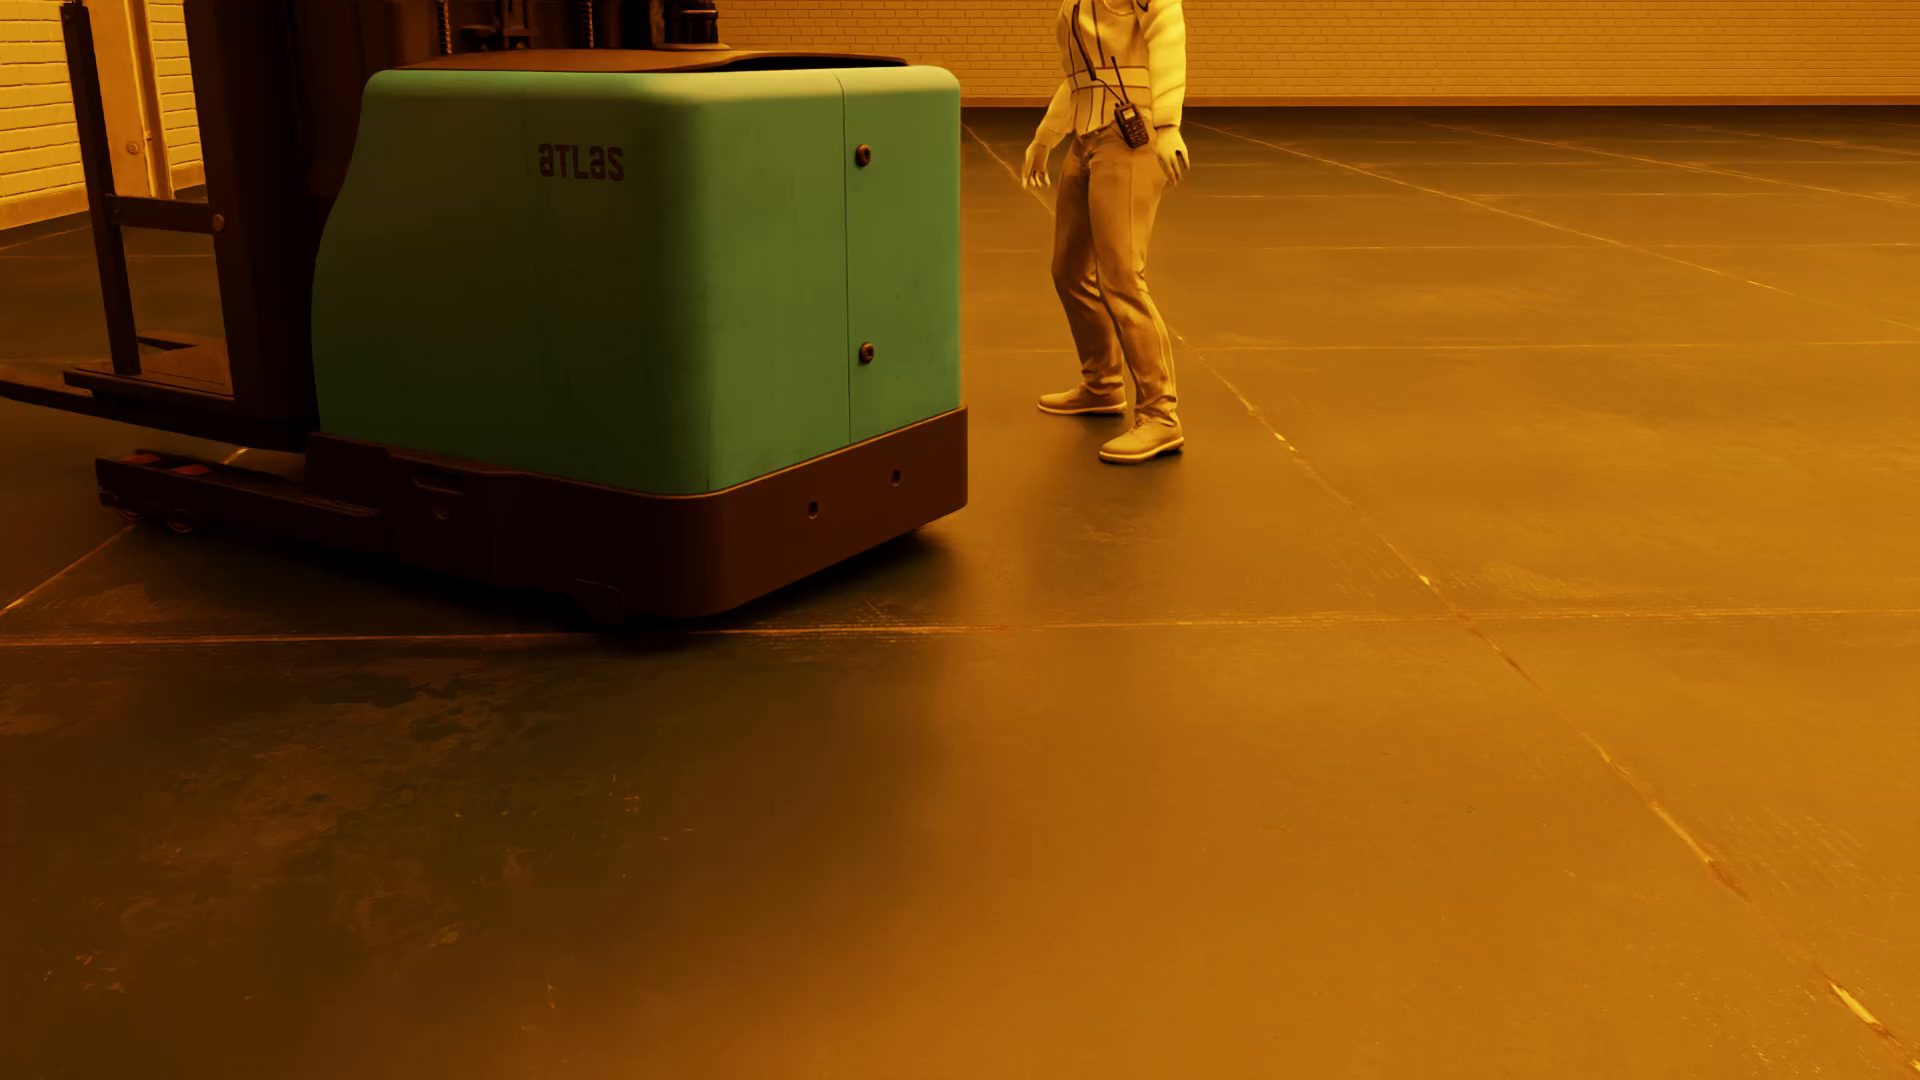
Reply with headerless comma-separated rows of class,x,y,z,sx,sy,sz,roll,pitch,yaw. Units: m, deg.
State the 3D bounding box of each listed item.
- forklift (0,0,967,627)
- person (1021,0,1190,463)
forklift,-1.506,-1.536,3.927,3.031,2.935,1.130,10,20,30
person,0.410,-1.104,4.762,0.388,1.633,0.832,-4,17,-13
